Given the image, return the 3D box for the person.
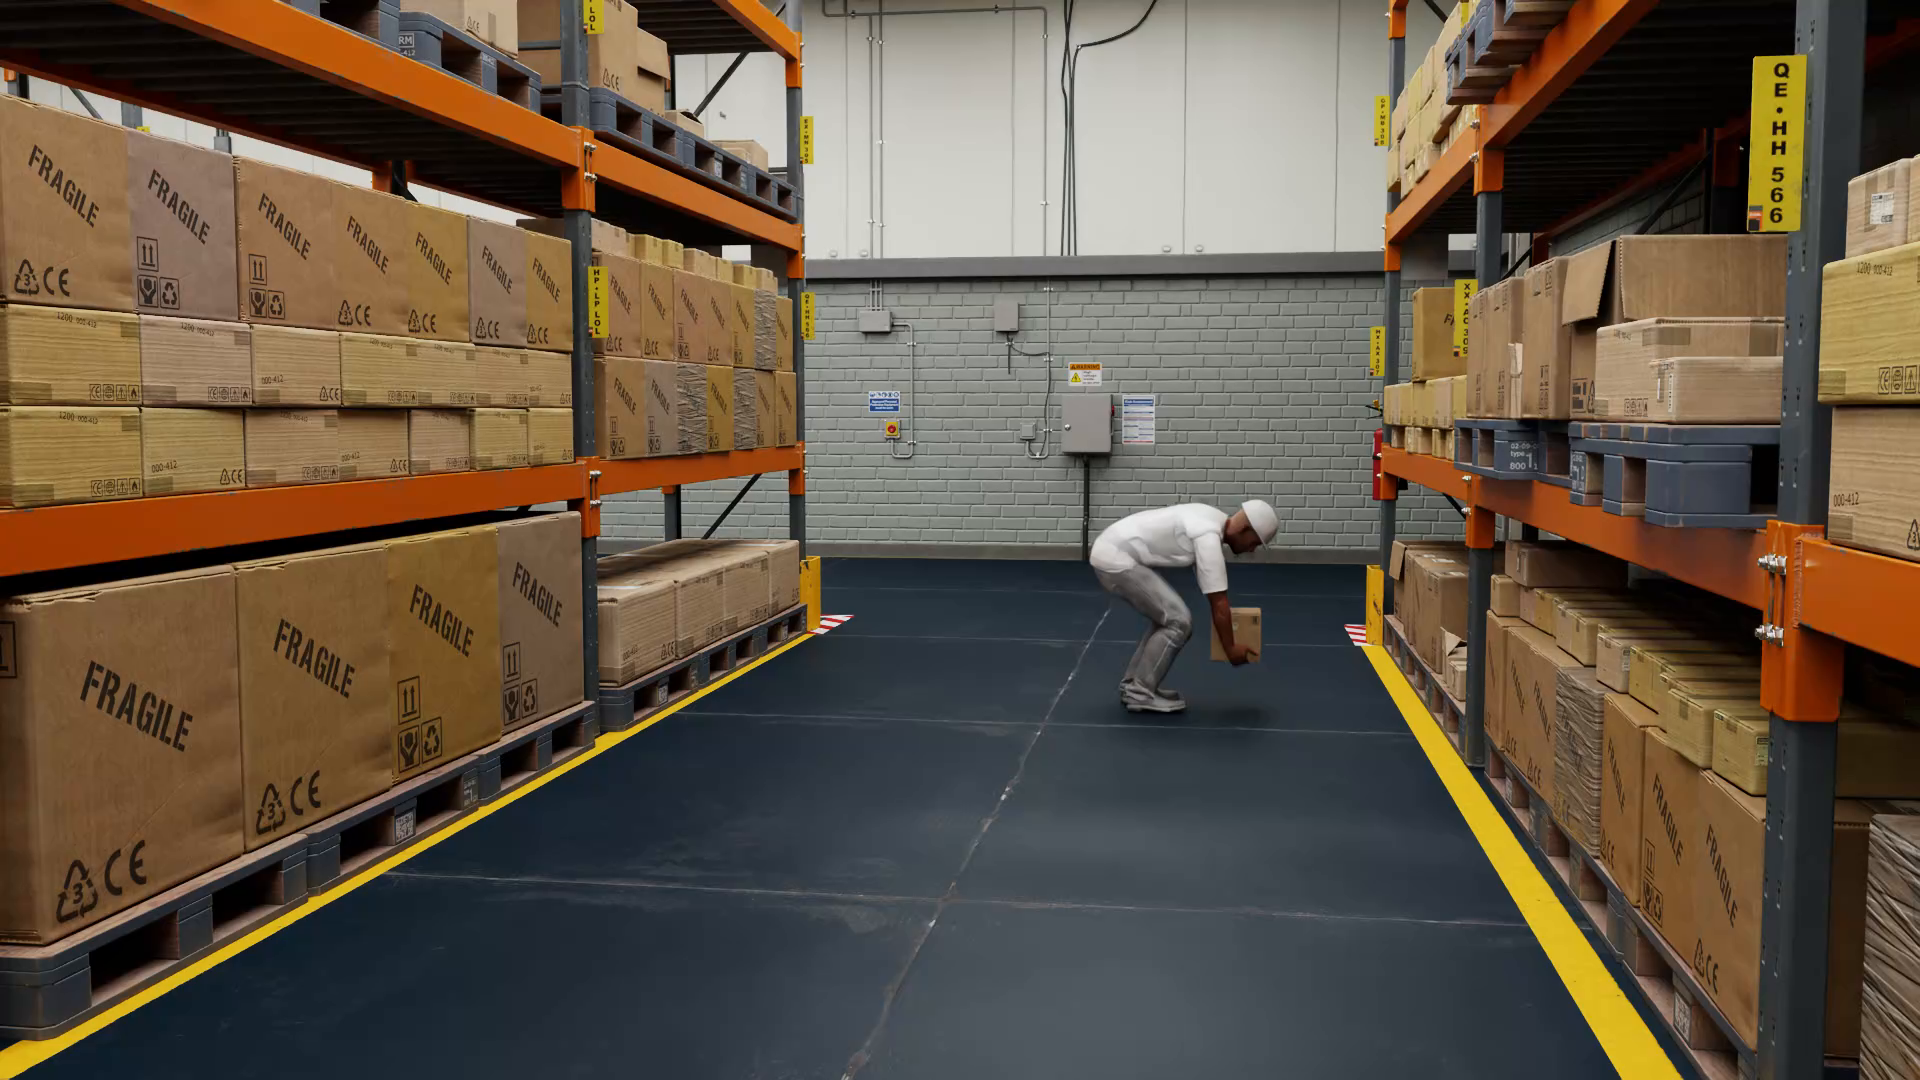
[{"bbox_3d":[1.152,0.332,8.611,0.965,1.085,0.509,0,4,6],"label":"person"}]
